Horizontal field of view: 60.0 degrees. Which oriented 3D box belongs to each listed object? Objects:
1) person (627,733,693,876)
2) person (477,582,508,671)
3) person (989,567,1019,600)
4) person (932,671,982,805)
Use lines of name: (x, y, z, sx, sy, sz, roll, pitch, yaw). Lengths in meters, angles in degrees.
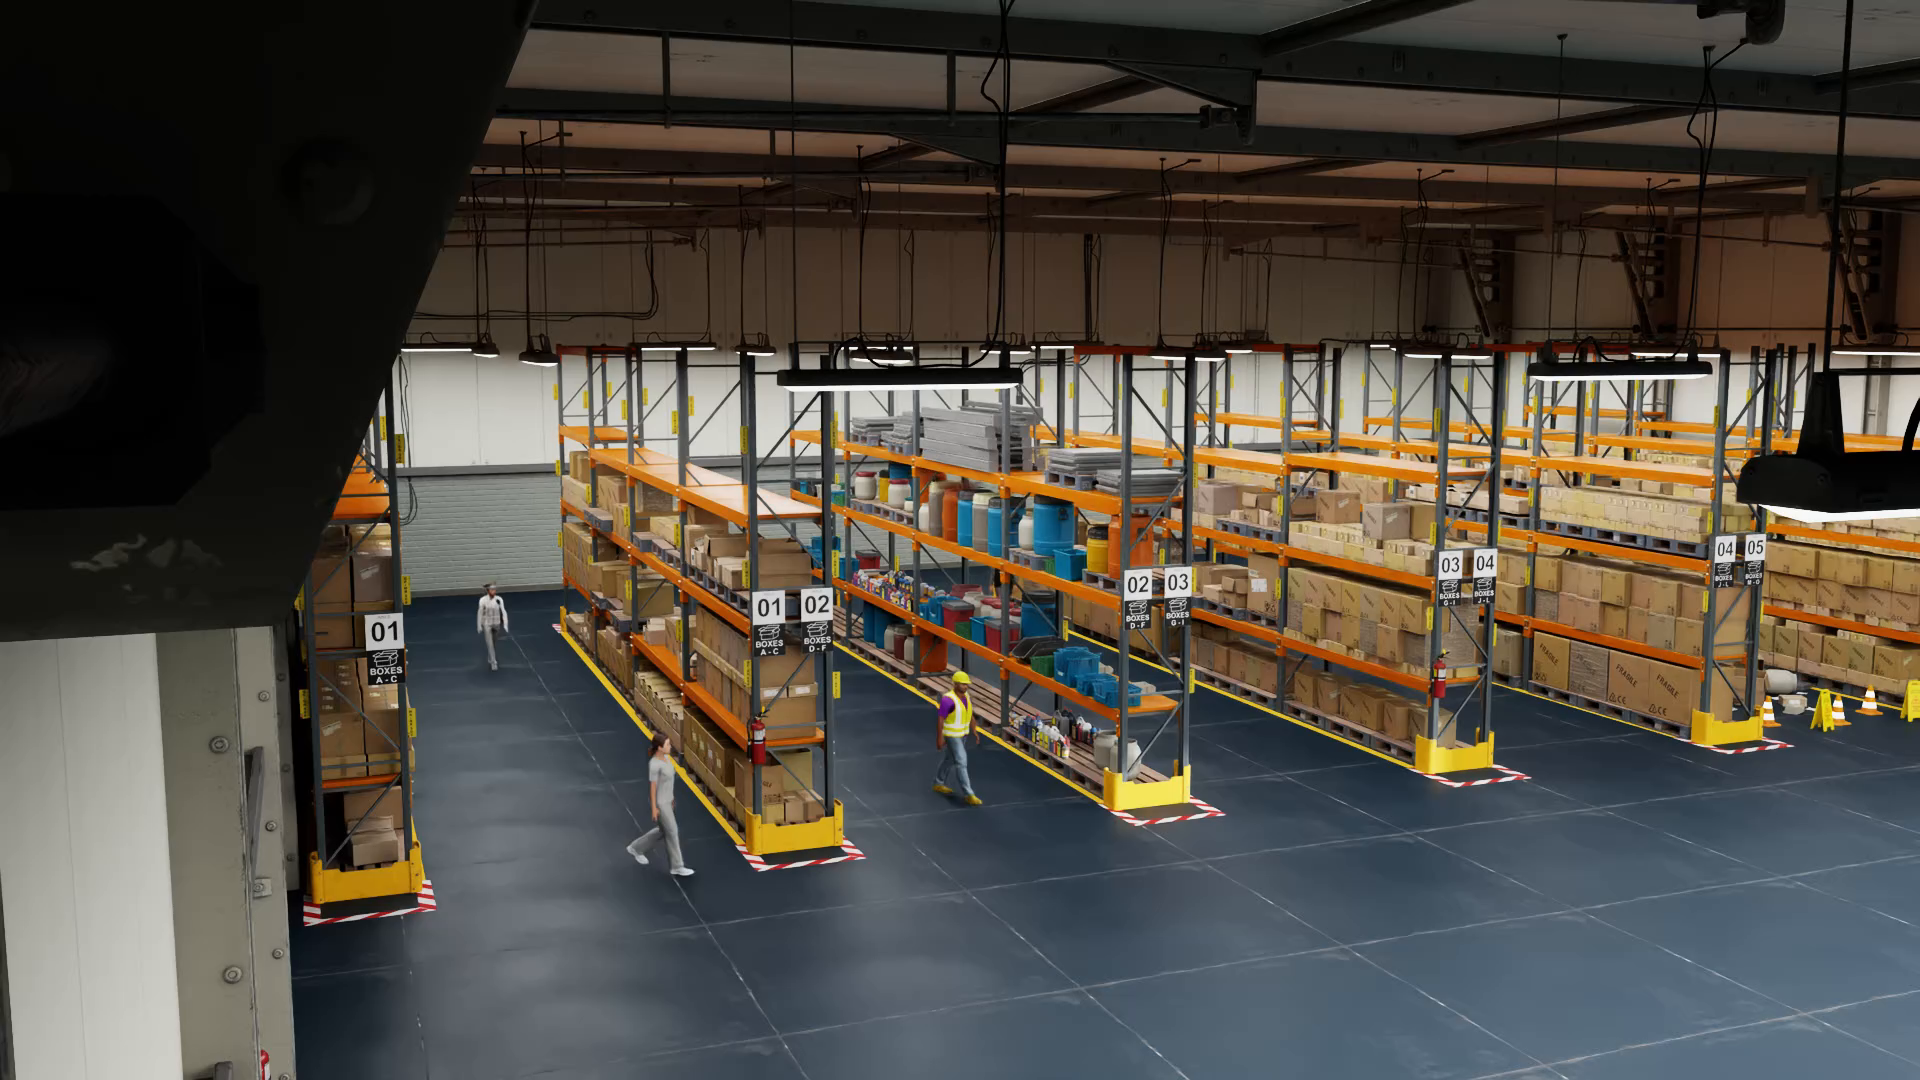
person: (-3.491, 3.053, 19.373, 0.861, 1.642, 0.499, 1, 7, 9)
person: (-8.718, 1.571, 31.043, 0.521, 1.617, 1.060, -5, 9, -32)
person: (0.961, 1.001, 35.330, 0.577, 1.658, 1.062, -2, 8, -17)
person: (0.001, 2.615, 22.377, 0.951, 1.718, 0.593, 4, 8, 30)
